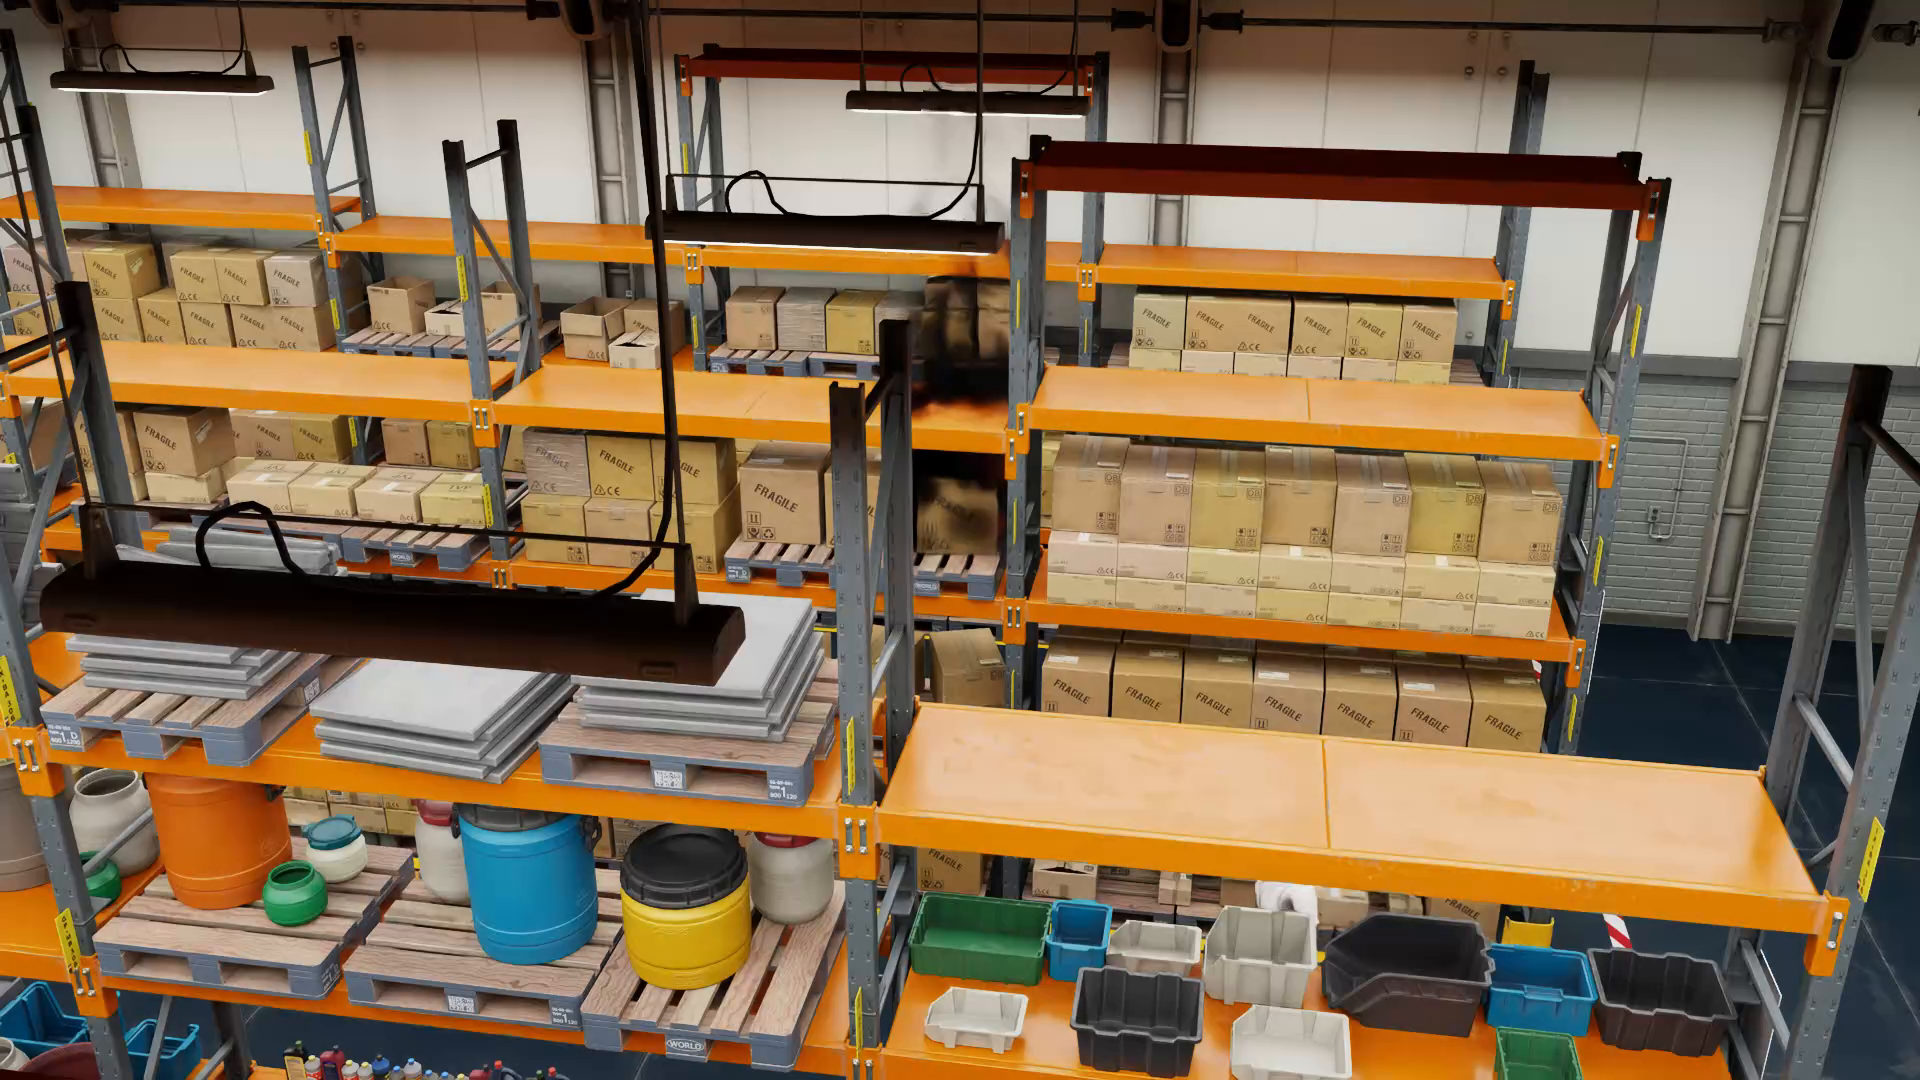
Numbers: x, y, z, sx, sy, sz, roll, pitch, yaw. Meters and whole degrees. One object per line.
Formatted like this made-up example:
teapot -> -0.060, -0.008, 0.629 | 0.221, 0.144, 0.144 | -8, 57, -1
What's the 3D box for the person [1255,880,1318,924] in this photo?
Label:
person -> 2.089, 2.692, 11.131 | 0.544, 1.762, 0.731 | -4, 23, -9
